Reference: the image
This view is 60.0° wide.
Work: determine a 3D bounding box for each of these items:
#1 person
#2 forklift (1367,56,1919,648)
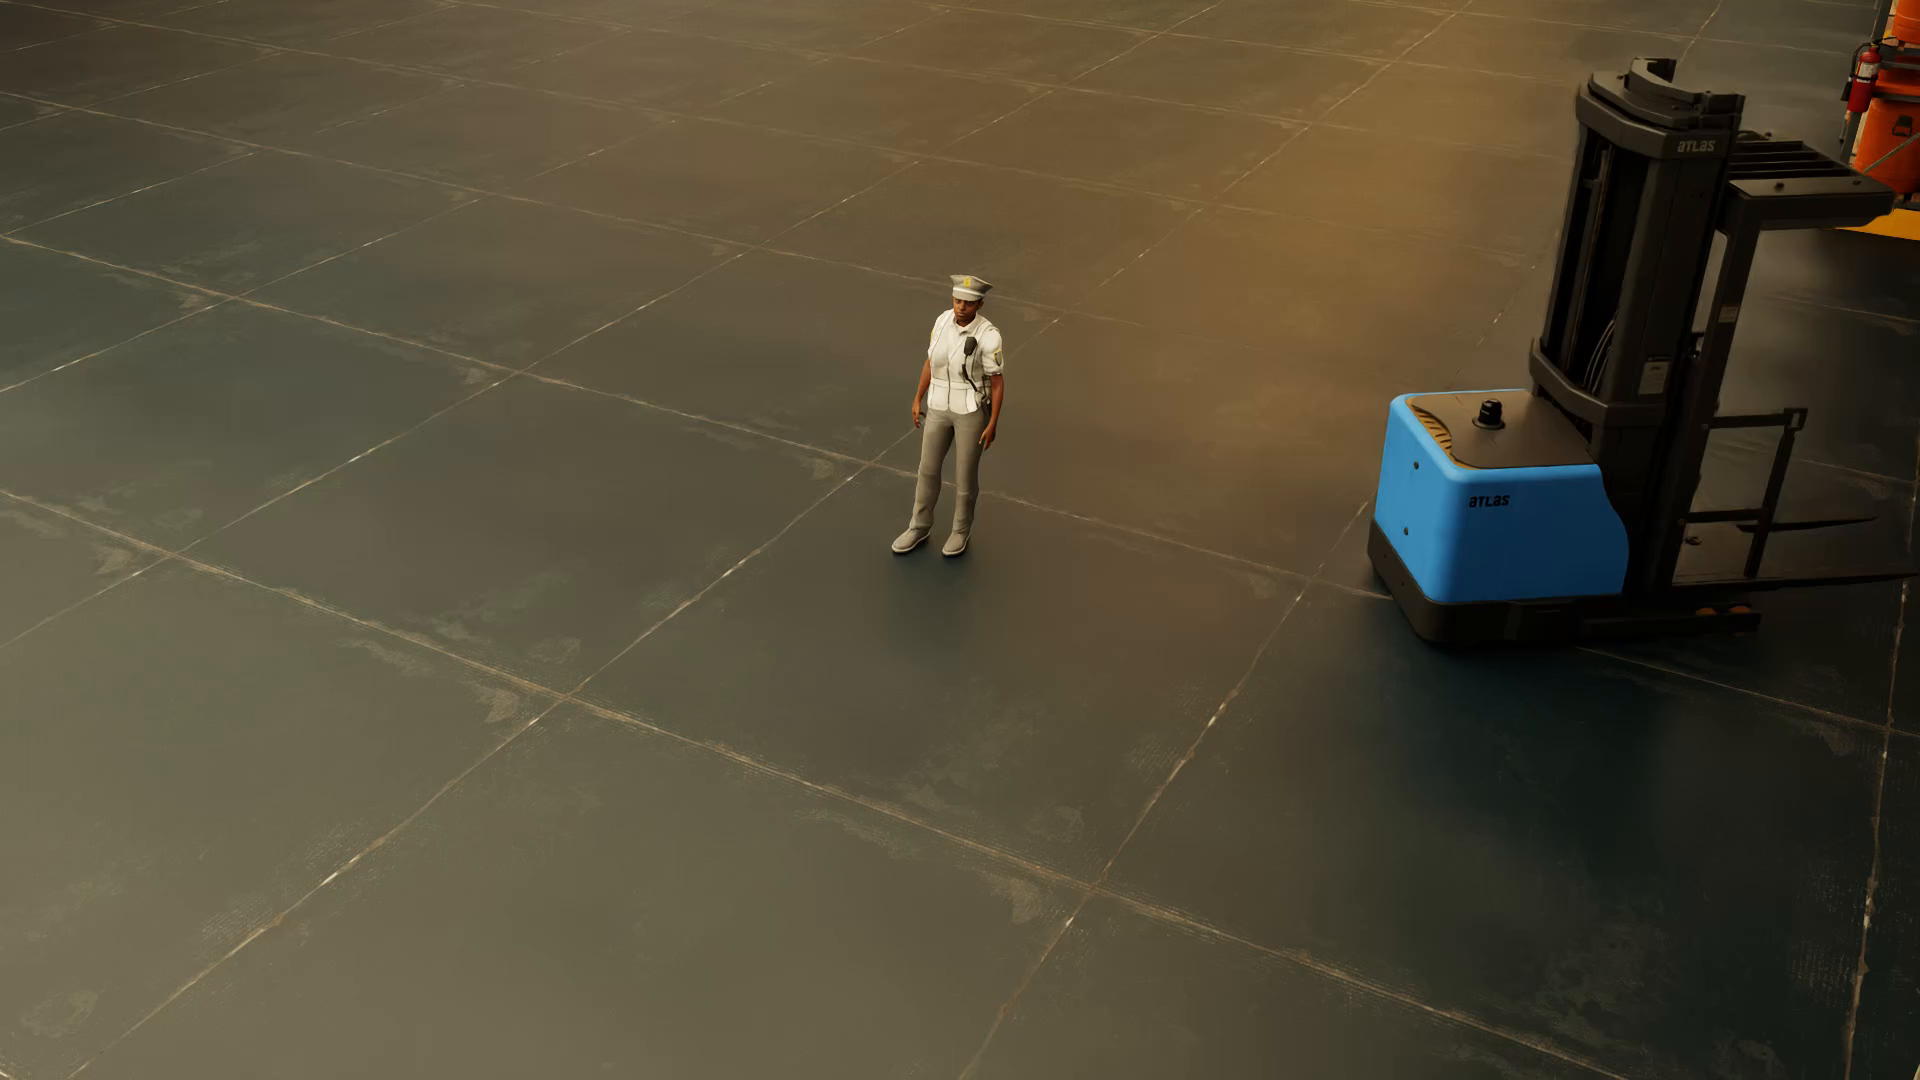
[{"bbox_3d":[-0.054,-0.712,9.528,0.569,1.695,0.530,15,33,25],"label":"person"},{"bbox_3d":[3.932,-0.994,8.792,3.031,2.935,1.130,-3,30,-5],"label":"forklift"}]
